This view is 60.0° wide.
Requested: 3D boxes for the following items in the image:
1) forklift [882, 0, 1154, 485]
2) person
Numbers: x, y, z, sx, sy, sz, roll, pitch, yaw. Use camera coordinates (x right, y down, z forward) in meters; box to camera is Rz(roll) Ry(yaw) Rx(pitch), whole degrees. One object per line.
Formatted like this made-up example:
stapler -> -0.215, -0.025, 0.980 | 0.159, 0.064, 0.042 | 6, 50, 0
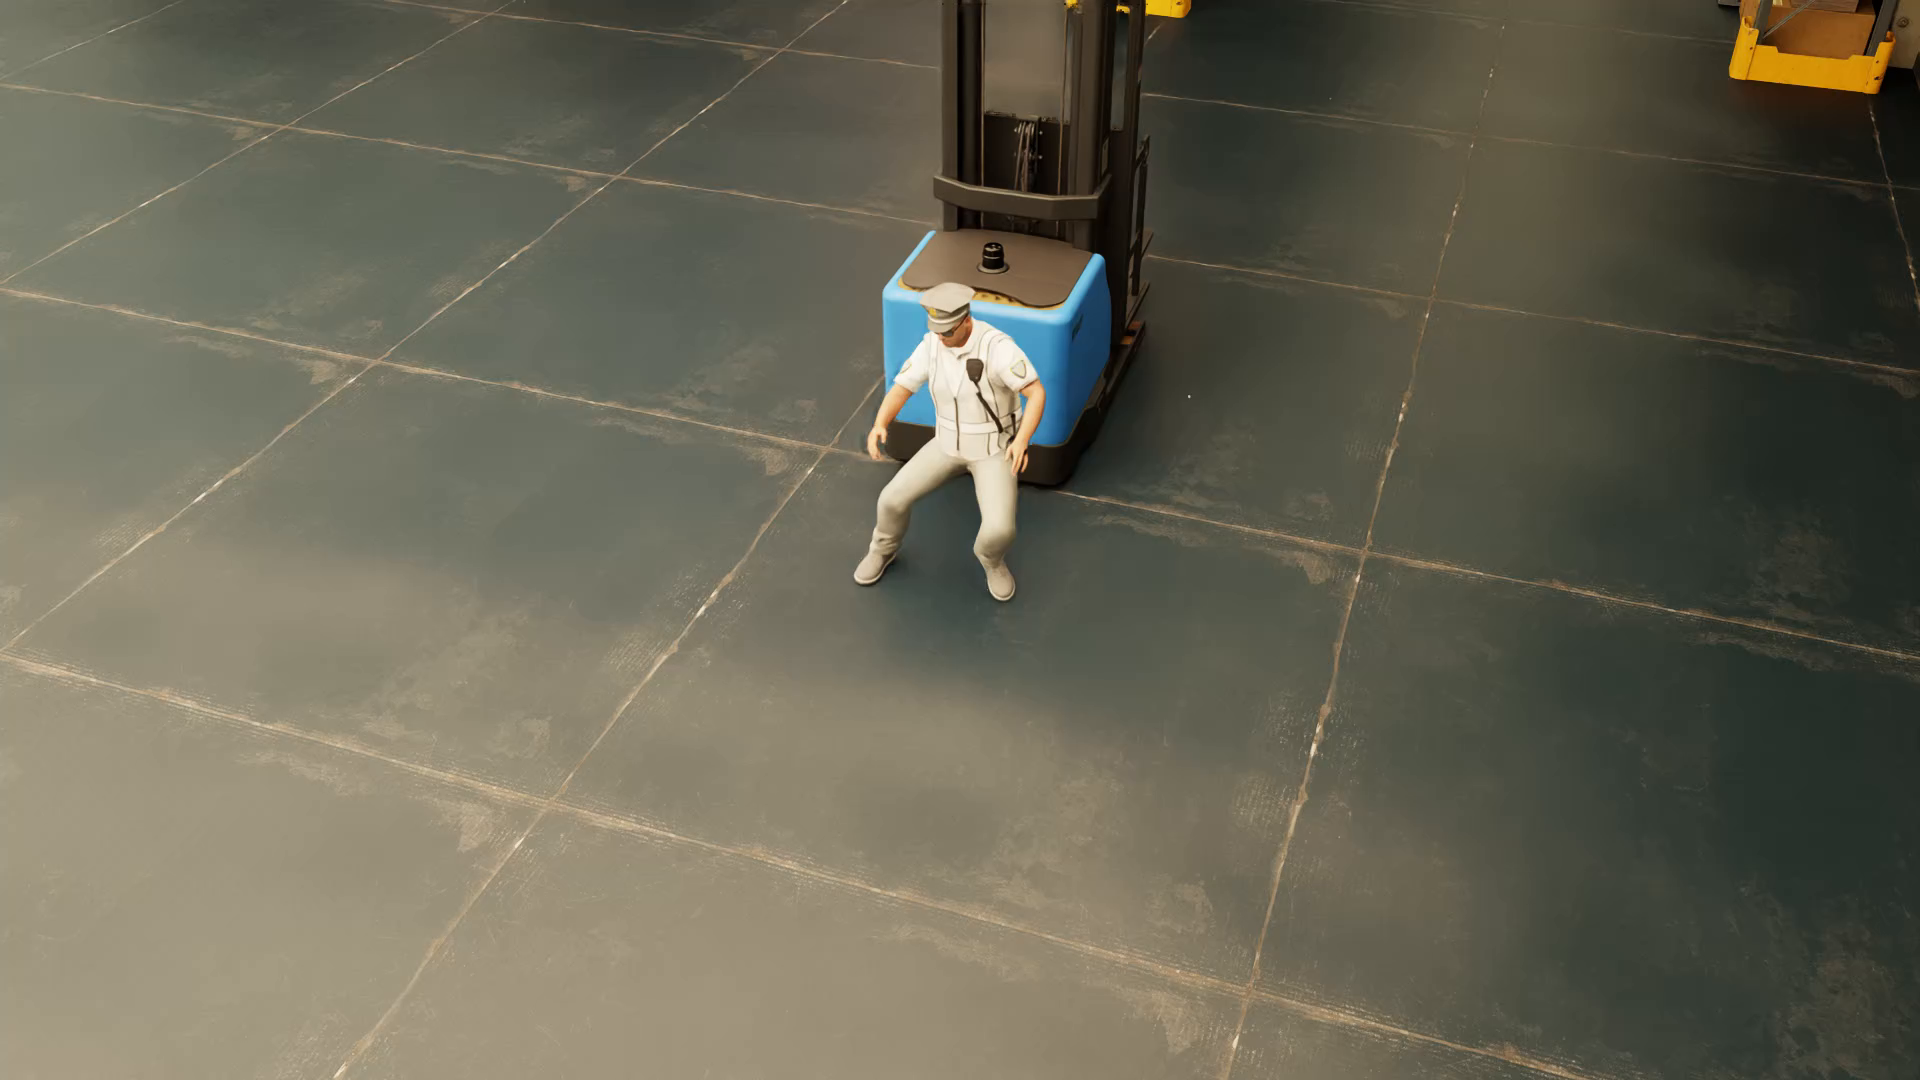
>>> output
forklift -> 0.517, -2.344, 9.417 | 1.130, 2.935, 3.031 | 11, 37, 15
person -> -0.031, -0.419, 7.884 | 0.935, 1.556, 0.777 | 19, 39, 24
